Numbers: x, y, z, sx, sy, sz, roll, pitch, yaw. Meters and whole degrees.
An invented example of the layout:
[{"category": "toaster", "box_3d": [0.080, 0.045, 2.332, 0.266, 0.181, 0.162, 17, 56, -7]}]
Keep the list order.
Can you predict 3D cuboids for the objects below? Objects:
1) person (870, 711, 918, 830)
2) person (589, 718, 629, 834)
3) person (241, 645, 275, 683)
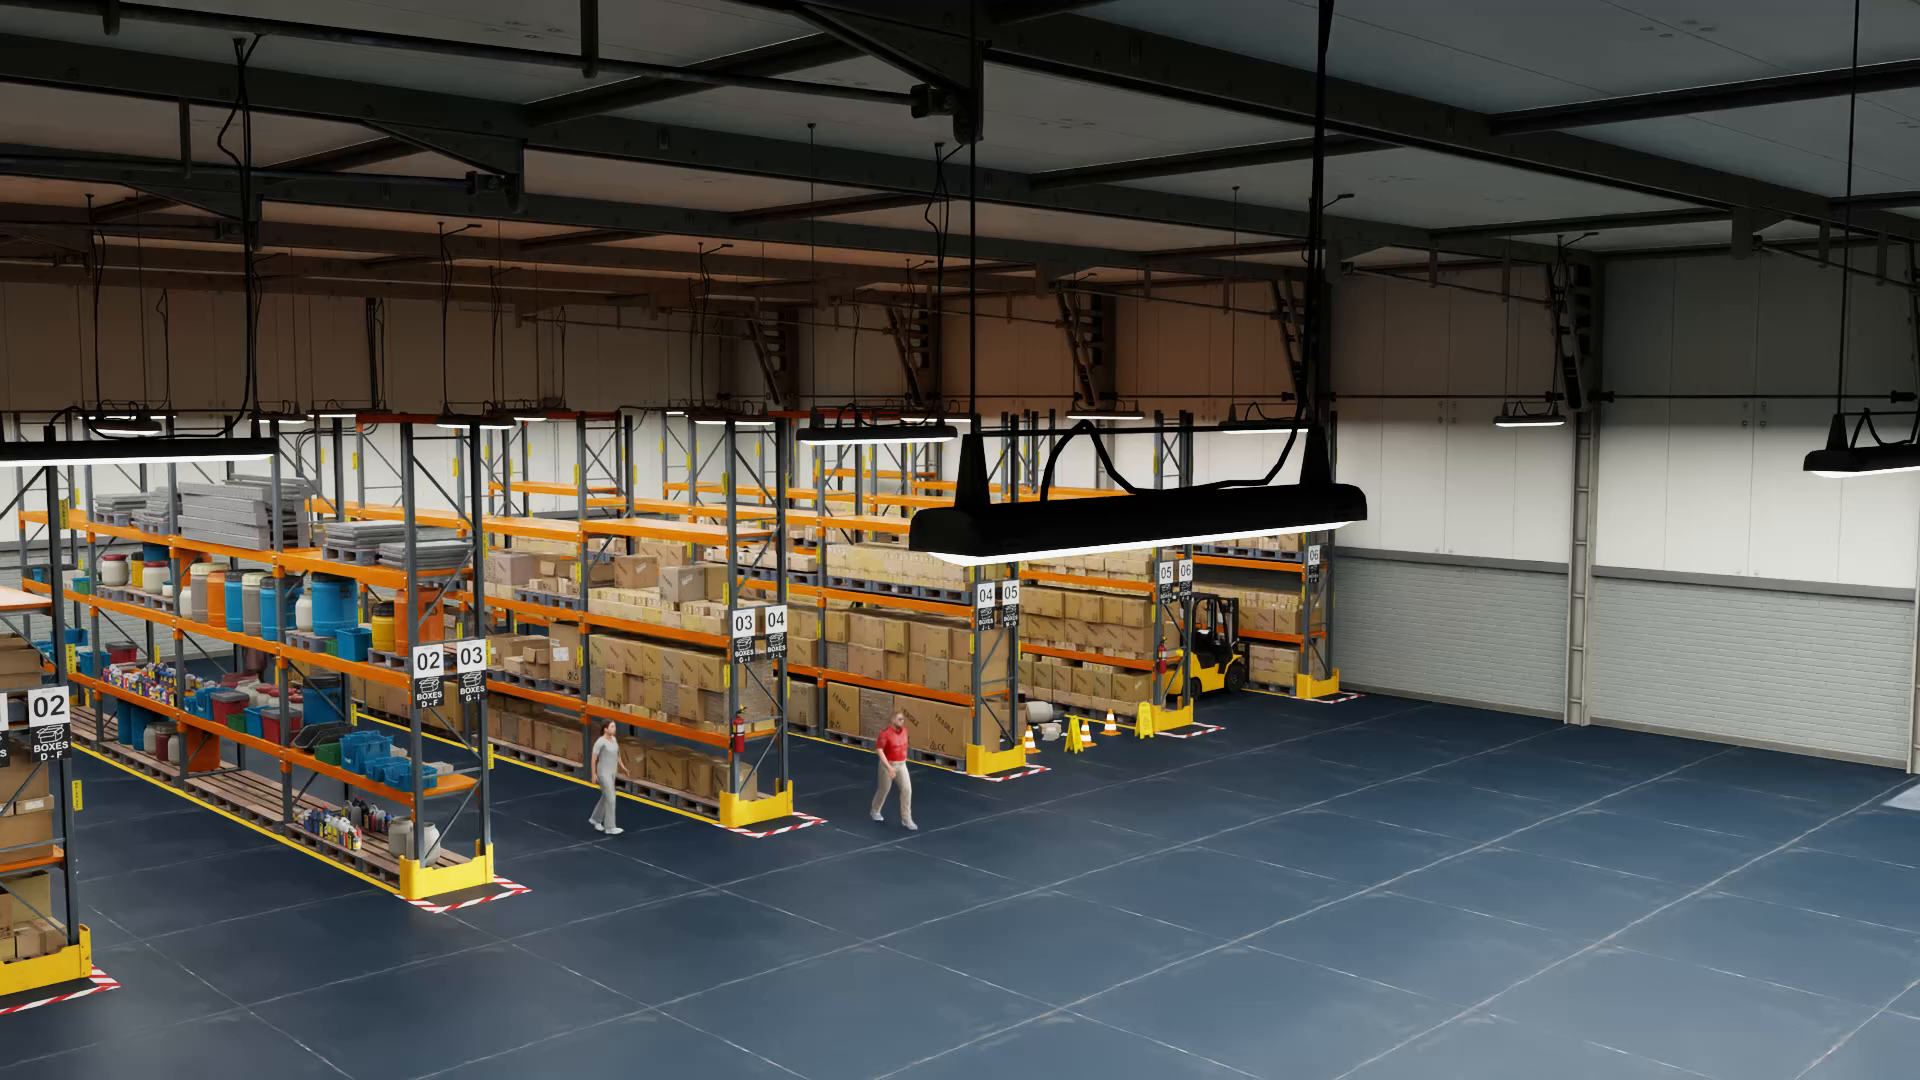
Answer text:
[{"category": "person", "box_3d": [-0.960, 3.369, 24.579, 0.639, 1.707, 0.947, -4, 6, -37]}, {"category": "person", "box_3d": [-5.144, 3.414, 24.104, 0.653, 1.687, 0.487, 1, 5, 14]}, {"category": "person", "box_3d": [-14.538, 2.518, 34.427, 0.644, 1.664, 0.695, 5, 7, 43]}]
